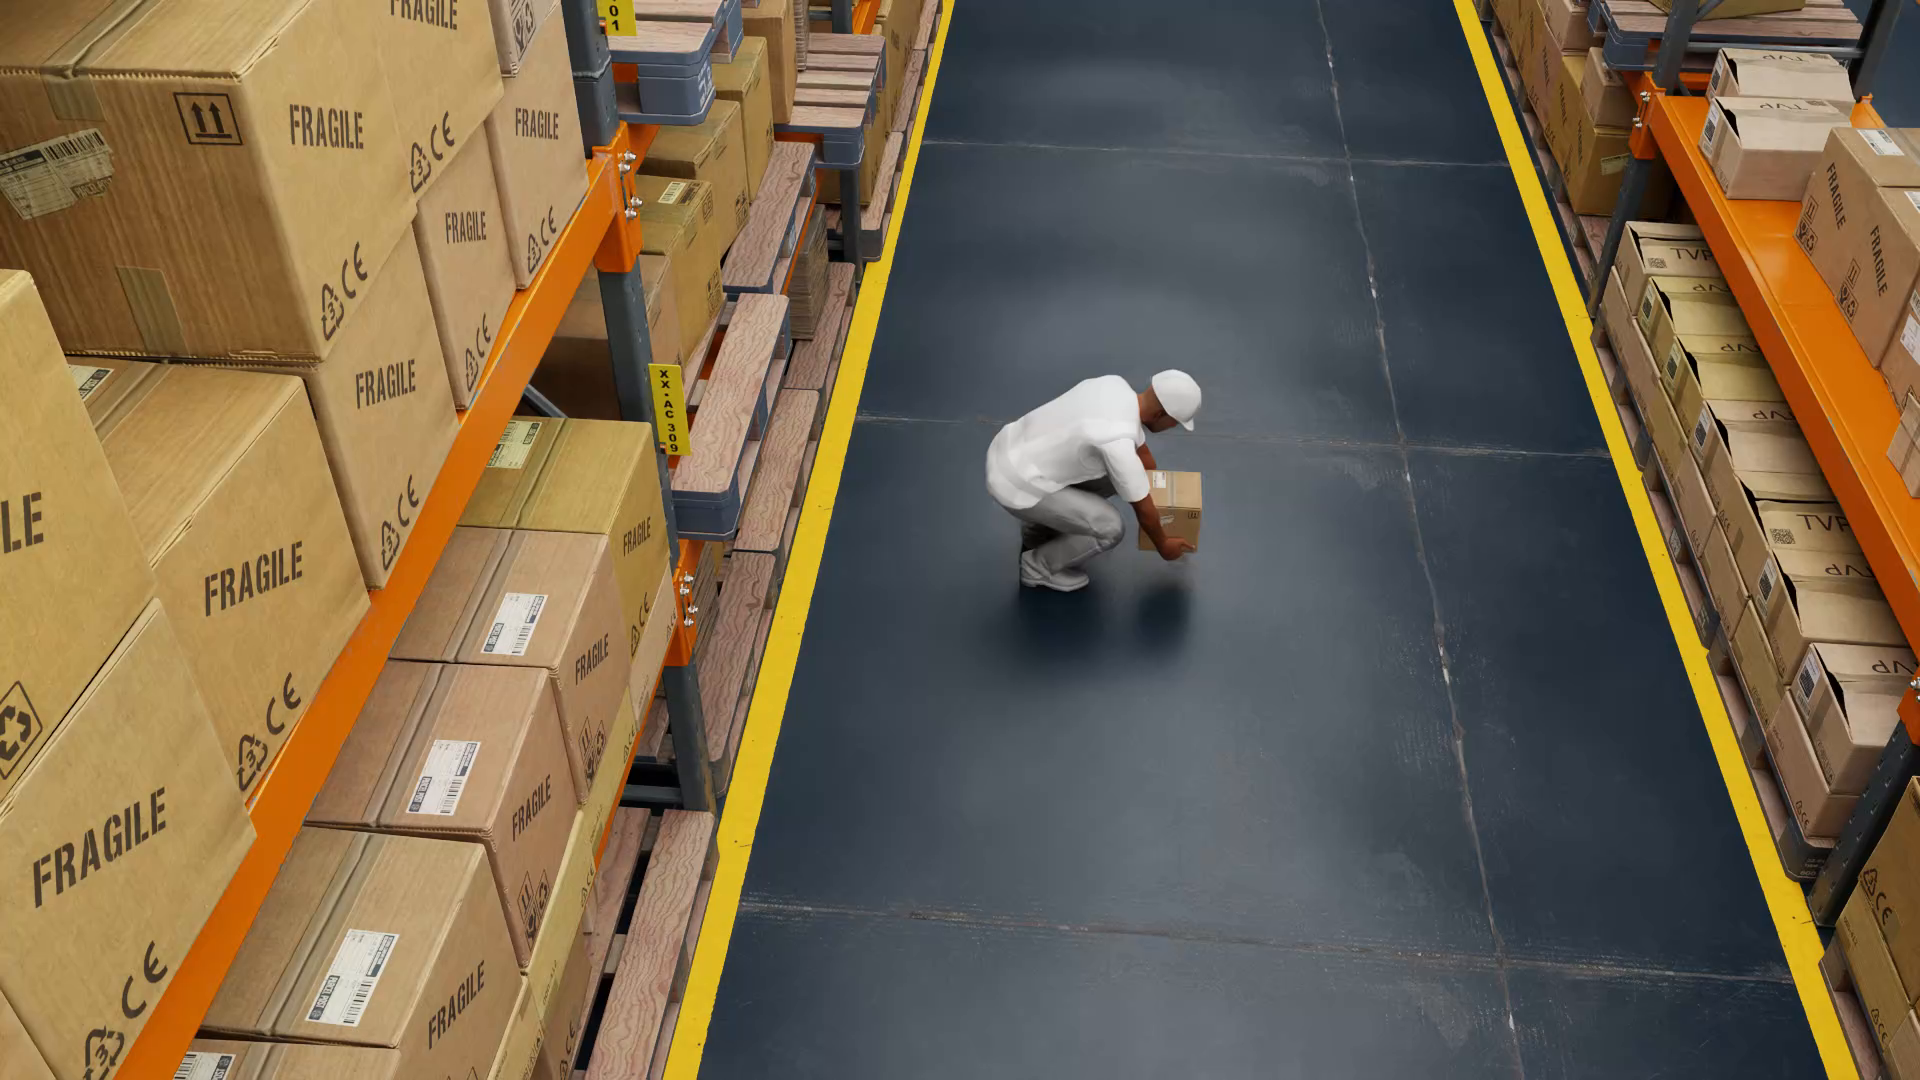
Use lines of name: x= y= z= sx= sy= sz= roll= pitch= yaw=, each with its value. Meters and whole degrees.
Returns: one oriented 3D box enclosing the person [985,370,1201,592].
person: x=0.565 y=-0.292 z=7.088 sx=0.914 sy=1.007 sz=0.538 roll=2 pitch=40 yaw=3
